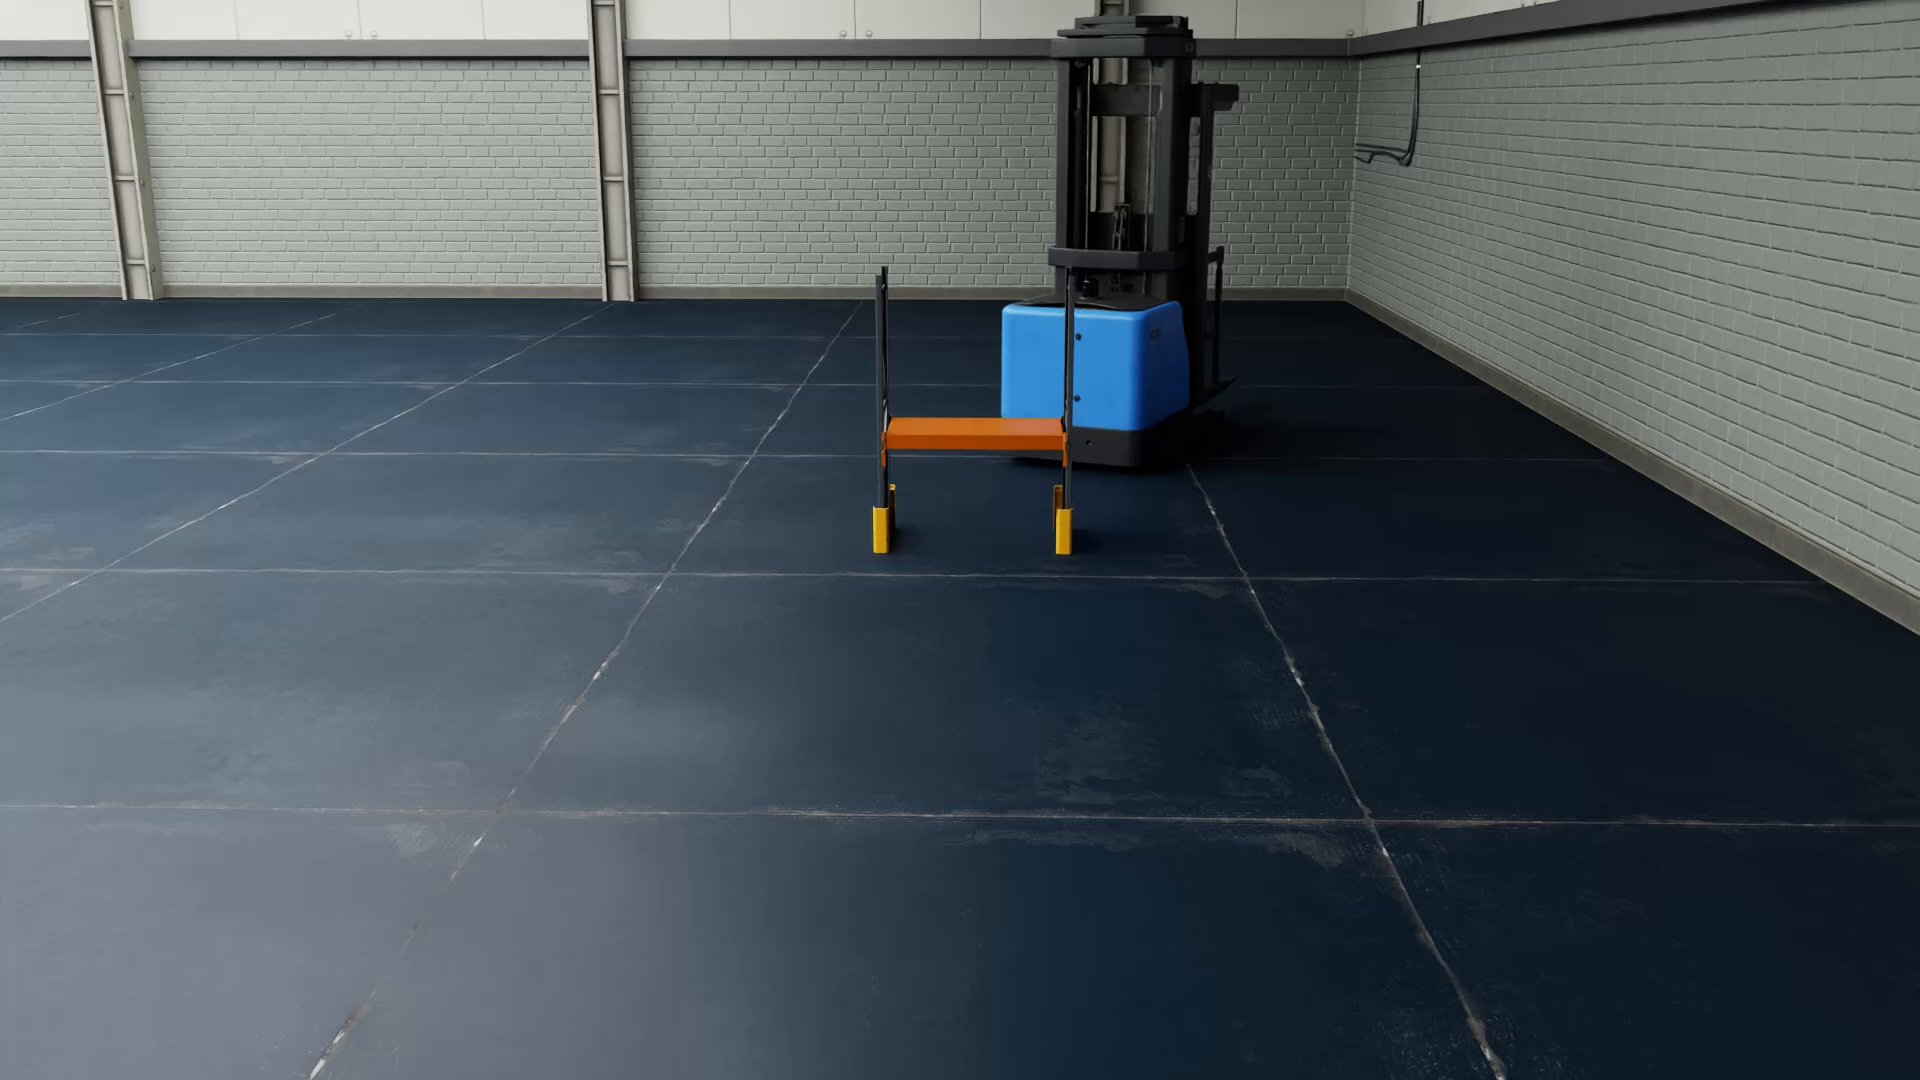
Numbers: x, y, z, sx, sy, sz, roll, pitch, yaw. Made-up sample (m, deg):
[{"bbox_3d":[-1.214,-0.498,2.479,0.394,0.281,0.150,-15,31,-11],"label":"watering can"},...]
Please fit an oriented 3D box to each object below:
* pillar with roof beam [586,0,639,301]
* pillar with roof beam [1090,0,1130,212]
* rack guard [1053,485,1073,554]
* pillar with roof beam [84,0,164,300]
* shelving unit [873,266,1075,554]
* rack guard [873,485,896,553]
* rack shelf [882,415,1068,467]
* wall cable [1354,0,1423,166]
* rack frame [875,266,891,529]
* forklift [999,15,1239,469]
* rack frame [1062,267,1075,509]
[{"bbox_3d":[-4.317,-6.237,15.341,0.400,9.000,9.100,0,15,1],"label":"pillar with roof beam"},{"bbox_3d":[1.681,-6.198,15.193,0.400,9.000,9.100,0,15,1],"label":"pillar with roof beam"},{"bbox_3d":[0.574,-0.117,9.294,0.087,0.250,0.587,0,15,1],"label":"rack guard"},{"bbox_3d":[-10.315,-6.276,15.490,0.400,9.000,9.100,0,15,1],"label":"pillar with roof beam"},{"bbox_3d":[0.076,-0.725,9.147,1.083,1.500,0.587,0,15,1],"label":"shelving unit"},{"bbox_3d":[-0.422,-0.124,9.319,0.087,0.250,0.587,0,15,1],"label":"rack guard"},{"bbox_3d":[0.085,-0.551,9.192,1.000,0.185,0.538,0,15,1],"label":"rack shelf"},{"bbox_3d":[4.702,-5.438,18.400,0.112,2.526,3.097,0,15,1],"label":"wall cable"},{"bbox_3d":[-0.423,-0.728,9.159,0.032,1.500,0.500,0,15,1],"label":"rack frame"},{"bbox_3d":[1.332,-2.221,12.014,1.130,2.935,3.031,7,16,24],"label":"forklift"},{"bbox_3d":[0.593,-0.721,9.134,0.032,1.500,0.500,0,15,1],"label":"rack frame"}]
